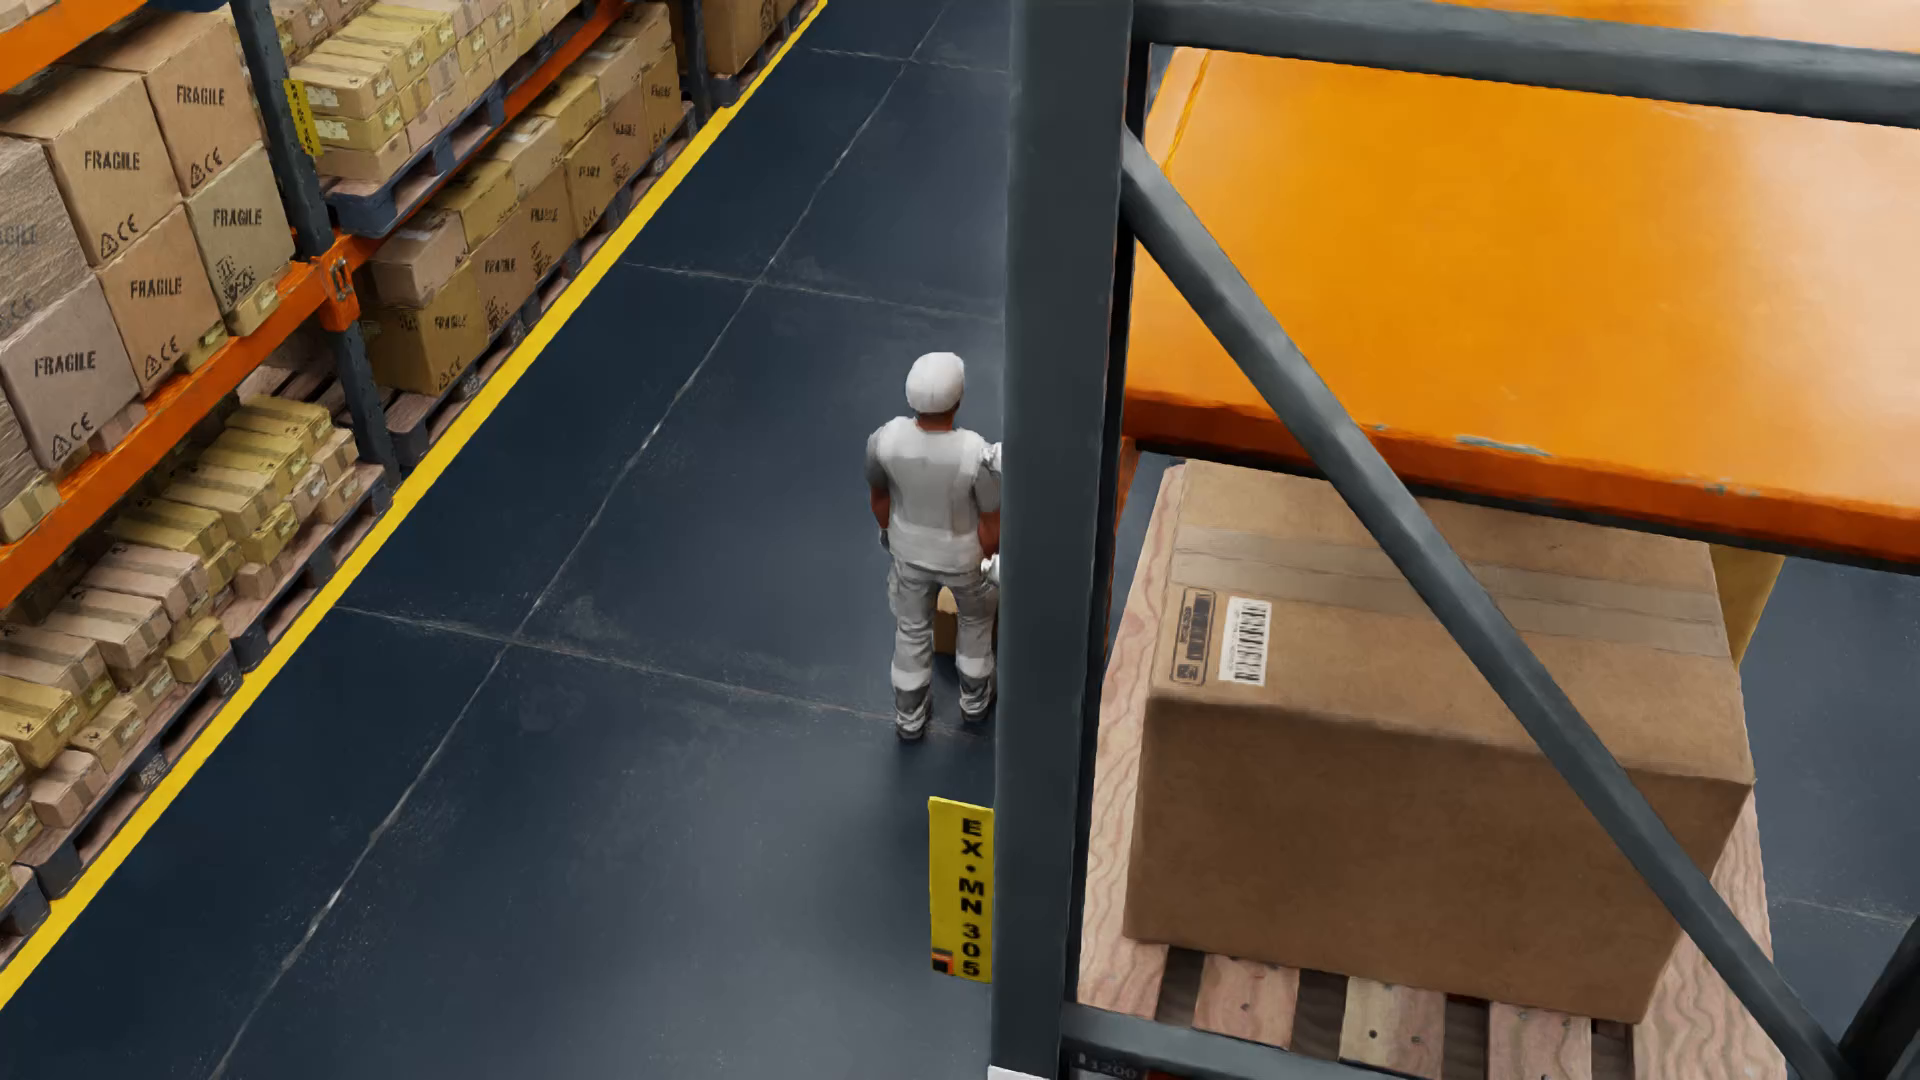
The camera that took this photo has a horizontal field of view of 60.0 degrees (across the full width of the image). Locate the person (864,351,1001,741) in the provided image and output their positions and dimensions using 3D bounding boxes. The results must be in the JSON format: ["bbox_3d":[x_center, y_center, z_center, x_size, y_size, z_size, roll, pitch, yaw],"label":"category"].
[{"bbox_3d":[-0.069,0.013,6.302,0.528,1.788,0.467,11,42,12],"label":"person"}]
